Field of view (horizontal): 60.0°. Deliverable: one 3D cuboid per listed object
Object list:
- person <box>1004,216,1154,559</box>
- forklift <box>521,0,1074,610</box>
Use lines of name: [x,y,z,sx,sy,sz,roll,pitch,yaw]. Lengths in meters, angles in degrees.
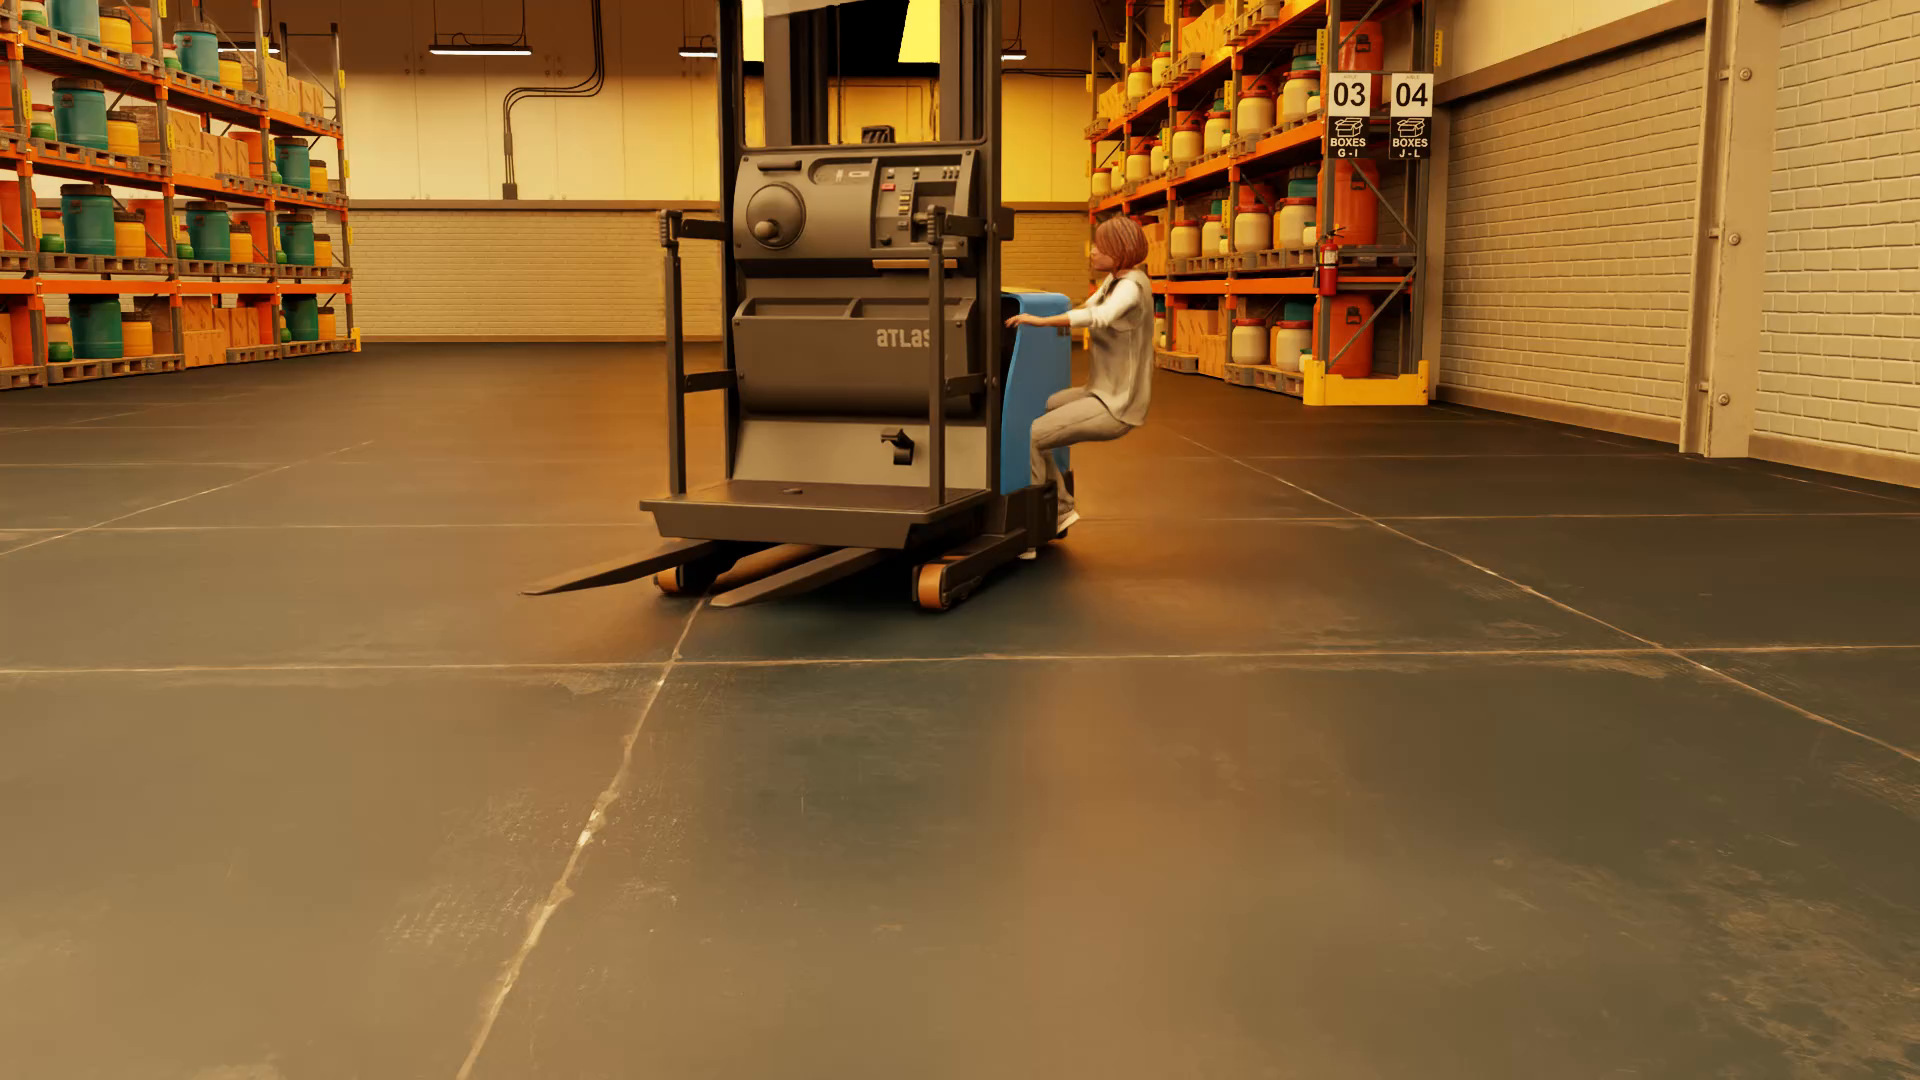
person: [0.406,-0.619,6.761,0.754,1.365,0.906,-1,9,-7]
forklift: [-0.461,-1.274,5.912,1.130,2.935,3.031,3,9,19]
